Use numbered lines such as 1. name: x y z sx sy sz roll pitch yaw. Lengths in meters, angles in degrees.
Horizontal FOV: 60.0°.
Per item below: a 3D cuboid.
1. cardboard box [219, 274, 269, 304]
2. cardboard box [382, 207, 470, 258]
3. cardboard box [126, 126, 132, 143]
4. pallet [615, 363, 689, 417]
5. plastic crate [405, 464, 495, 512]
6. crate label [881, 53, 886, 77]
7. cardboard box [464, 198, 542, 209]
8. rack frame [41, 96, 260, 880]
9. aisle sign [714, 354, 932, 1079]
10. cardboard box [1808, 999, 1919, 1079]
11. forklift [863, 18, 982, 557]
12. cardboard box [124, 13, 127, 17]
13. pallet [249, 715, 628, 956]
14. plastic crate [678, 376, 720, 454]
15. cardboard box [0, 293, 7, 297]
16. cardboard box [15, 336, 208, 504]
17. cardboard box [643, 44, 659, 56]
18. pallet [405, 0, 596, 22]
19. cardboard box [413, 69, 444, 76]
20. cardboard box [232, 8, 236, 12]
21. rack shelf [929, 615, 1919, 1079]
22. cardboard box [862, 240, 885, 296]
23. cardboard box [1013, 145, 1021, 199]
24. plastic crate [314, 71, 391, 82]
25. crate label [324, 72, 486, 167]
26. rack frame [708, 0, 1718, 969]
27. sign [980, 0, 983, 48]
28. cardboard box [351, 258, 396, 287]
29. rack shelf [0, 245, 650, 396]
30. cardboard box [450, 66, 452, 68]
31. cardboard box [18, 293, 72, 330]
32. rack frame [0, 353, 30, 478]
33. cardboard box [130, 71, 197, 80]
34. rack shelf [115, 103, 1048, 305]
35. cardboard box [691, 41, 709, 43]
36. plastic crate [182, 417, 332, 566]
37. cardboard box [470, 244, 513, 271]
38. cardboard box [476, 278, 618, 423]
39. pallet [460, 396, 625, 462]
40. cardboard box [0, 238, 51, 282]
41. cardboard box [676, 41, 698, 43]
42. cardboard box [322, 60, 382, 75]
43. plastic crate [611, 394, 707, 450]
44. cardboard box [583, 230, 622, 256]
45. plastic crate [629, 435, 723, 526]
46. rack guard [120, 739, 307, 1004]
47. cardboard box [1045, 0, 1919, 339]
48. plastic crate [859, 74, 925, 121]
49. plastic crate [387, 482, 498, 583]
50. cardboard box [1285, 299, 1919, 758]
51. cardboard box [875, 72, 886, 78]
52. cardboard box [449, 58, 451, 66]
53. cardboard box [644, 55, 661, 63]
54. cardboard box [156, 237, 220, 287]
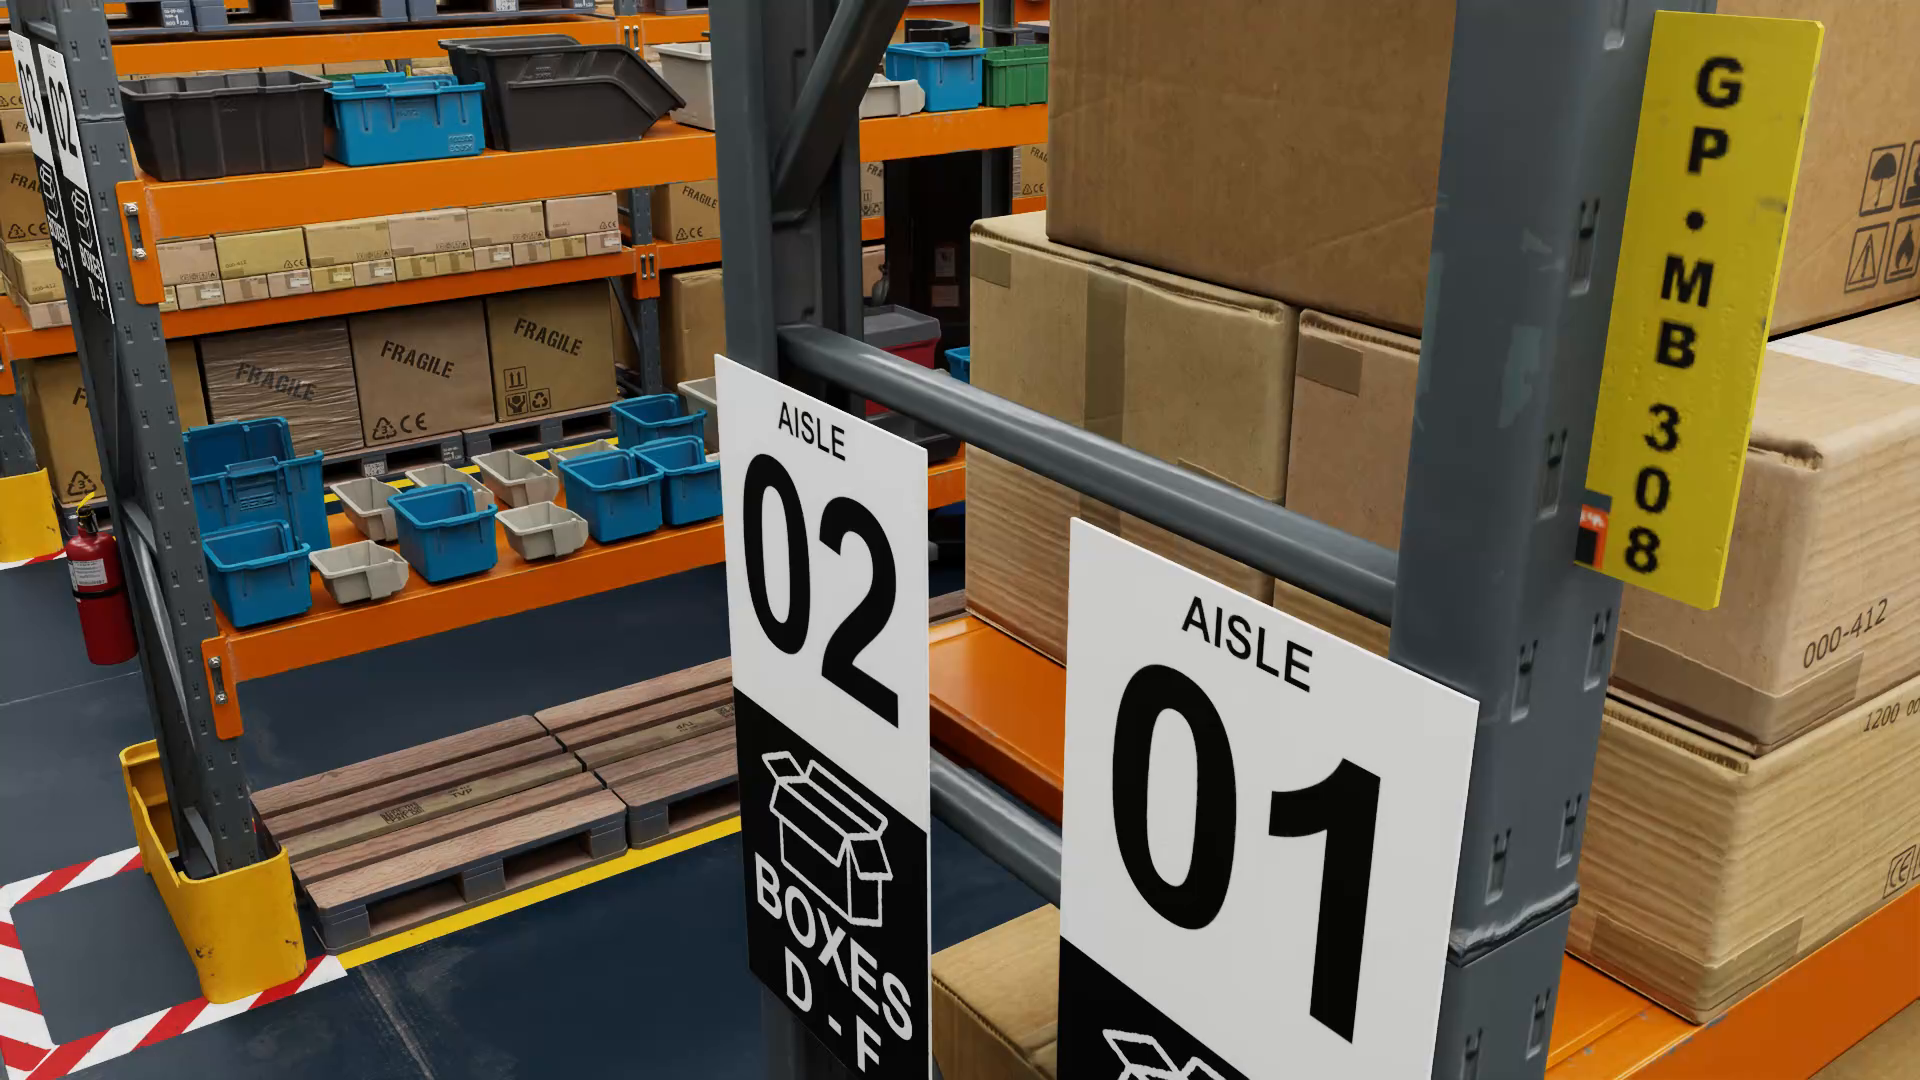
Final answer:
1. cardboard box: -4.380 -1.554 10.082 0.250 0.149 0.380 -16 27 -34
2. cardboard box: -3.485 -2.006 10.678 0.500 0.250 0.500 -14 26 -32
3. cardboard box: -7.158 -3.408 13.854 0.500 0.500 0.500 -15 26 -32
4. pallet: -1.865 -1.230 12.694 1.213 0.211 1.003 -15 26 -33
5. plastic crate: -2.001 -0.174 6.561 0.243 0.136 0.396 -15 26 -33
6. crate label: -0.120 -2.097 7.413 0.466 0.136 0.293 -15 26 -33
7. cardboard box: -3.073 -2.465 10.816 0.500 0.500 0.500 -15 26 -32
8. rack frame: -2.801 0.020 5.798 0.127 3.000 1.000 -15 26 -33
9. aisle sign: -0.146 0.226 1.774 0.004 0.787 0.394 -15 26 -33
10. cardboard box: 1.023 0.868 2.189 0.500 0.500 0.500 -15 26 -32
11. forklift: -0.612 -1.392 9.430 3.031 2.935 1.130 -1 22 -4
12. cardboard box: -8.873 -5.535 18.237 0.500 0.500 0.500 -15 26 -34
13. pallet: -2.109 1.149 6.733 1.213 0.211 1.003 -15 26 -33
14. plastic crate: -0.901 -0.543 7.289 0.530 0.282 0.437 -15 26 -33
15. cardboard box: -7.933 -2.029 13.813 0.250 0.149 0.380 -14 26 -31
16. cardboard box: -5.221 -0.841 10.256 0.875 0.875 0.875 -15 26 -33
17. cardboard box: -4.117 -6.372 21.590 0.250 0.149 0.380 -17 27 -36
18. pallet: -3.117 -3.514 10.727 1.213 0.211 1.003 -15 26 -33
19. cardboard box: -5.050 -4.350 15.720 0.250 0.149 0.380 -14 25 -30
20. cardboard box: -10.193 -7.200 23.192 0.500 0.500 0.700 -15 26 -32
21. rack shelf: 1.712 0.019 2.724 4.000 0.370 1.077 -15 26 -33
22. cardboard box: -1.214 -1.882 12.866 0.875 0.875 1.225 -16 27 -35
23. cardboard box: 0.136 -2.960 13.133 0.500 0.500 0.500 -15 26 -33
24. plastic crate: -2.167 -1.574 6.032 0.336 0.188 0.450 -15 26 -33
25. crate label: -1.864 -1.406 5.527 0.502 0.251 0.408 -15 26 -33
26. rack frame: 0.089 -1.275 0.950 0.127 3.000 1.000 -15 26 -33
27. sign: 0.126 -2.409 7.826 0.005 0.325 0.100 -15 26 -33
28. cardboard box: -3.753 -1.721 10.502 0.250 0.149 0.380 -14 26 -32
29. rack shelf: -4.070 -1.569 10.751 4.000 0.370 1.077 -15 26 -33
30. cardboard box: -6.070 -5.706 20.351 0.500 0.250 0.500 -15 26 -33
31. cardboard box: -5.213 -1.331 9.523 0.250 0.149 0.380 -15 26 -32
32. rack frame: -5.694 -1.470 9.532 0.127 3.000 1.000 -15 26 -33
33. cardboard box: -6.736 -3.979 13.934 0.500 0.500 0.500 -16 27 -34
34. rack shelf: -1.178 -1.472 6.461 4.000 0.370 1.077 -15 26 -33
35. cardboard box: -3.525 -6.574 22.096 0.250 0.149 0.380 -14 26 -31
36. plastic crate: -2.639 -0.153 6.103 0.499 0.435 0.616 -15 26 -33
37. cardboard box: -3.129 -1.887 10.918 0.250 0.149 0.380 -14 26 -32
38. cardboard box: -3.029 -1.425 11.720 0.875 0.875 0.875 -15 26 -33
39. pallet: -3.110 -0.899 11.866 1.213 0.211 1.003 -15 26 -33
40. cardboard box: -5.456 -1.723 9.968 0.500 0.250 0.500 -15 26 -34
41. cardboard box: -3.641 -6.822 21.843 0.500 0.500 0.500 -14 26 -32
42. cardboard box: -5.485 -4.316 14.779 0.500 0.500 0.500 -16 27 -35
43. plastic crate: -1.284 -0.451 7.125 0.300 0.233 0.416 -15 26 -33
44. cardboard box: -2.503 -2.054 11.336 0.250 0.149 0.380 -15 26 -33
45. plastic crate: -1.096 -0.234 6.581 0.300 0.233 0.416 -15 26 -33
46. rack guard: -2.813 1.190 6.239 0.348 0.500 1.175 -15 26 -33
47. cardboard box: 0.496 -0.509 1.593 0.500 0.500 0.700 -15 26 -33
48. plastic crate: -0.364 -1.726 6.484 0.466 0.136 0.293 -15 26 -33
49. plastic crate: -1.874 -0.027 6.061 0.300 0.233 0.416 -15 26 -33
50. cardboard box: 0.658 -0.077 1.523 0.500 0.250 0.500 -15 26 -33
51. cardboard box: -0.874 -3.273 12.563 0.637 0.503 0.797 -14 26 -31
52. cardboard box: -6.050 -5.935 20.250 0.500 0.250 0.500 -16 27 -34
53. cardboard box: -3.137 -4.861 16.999 0.250 0.149 0.380 -16 27 -35
54. cardboard box: -4.728 -1.675 9.849 0.500 0.250 0.500 -15 26 -33
